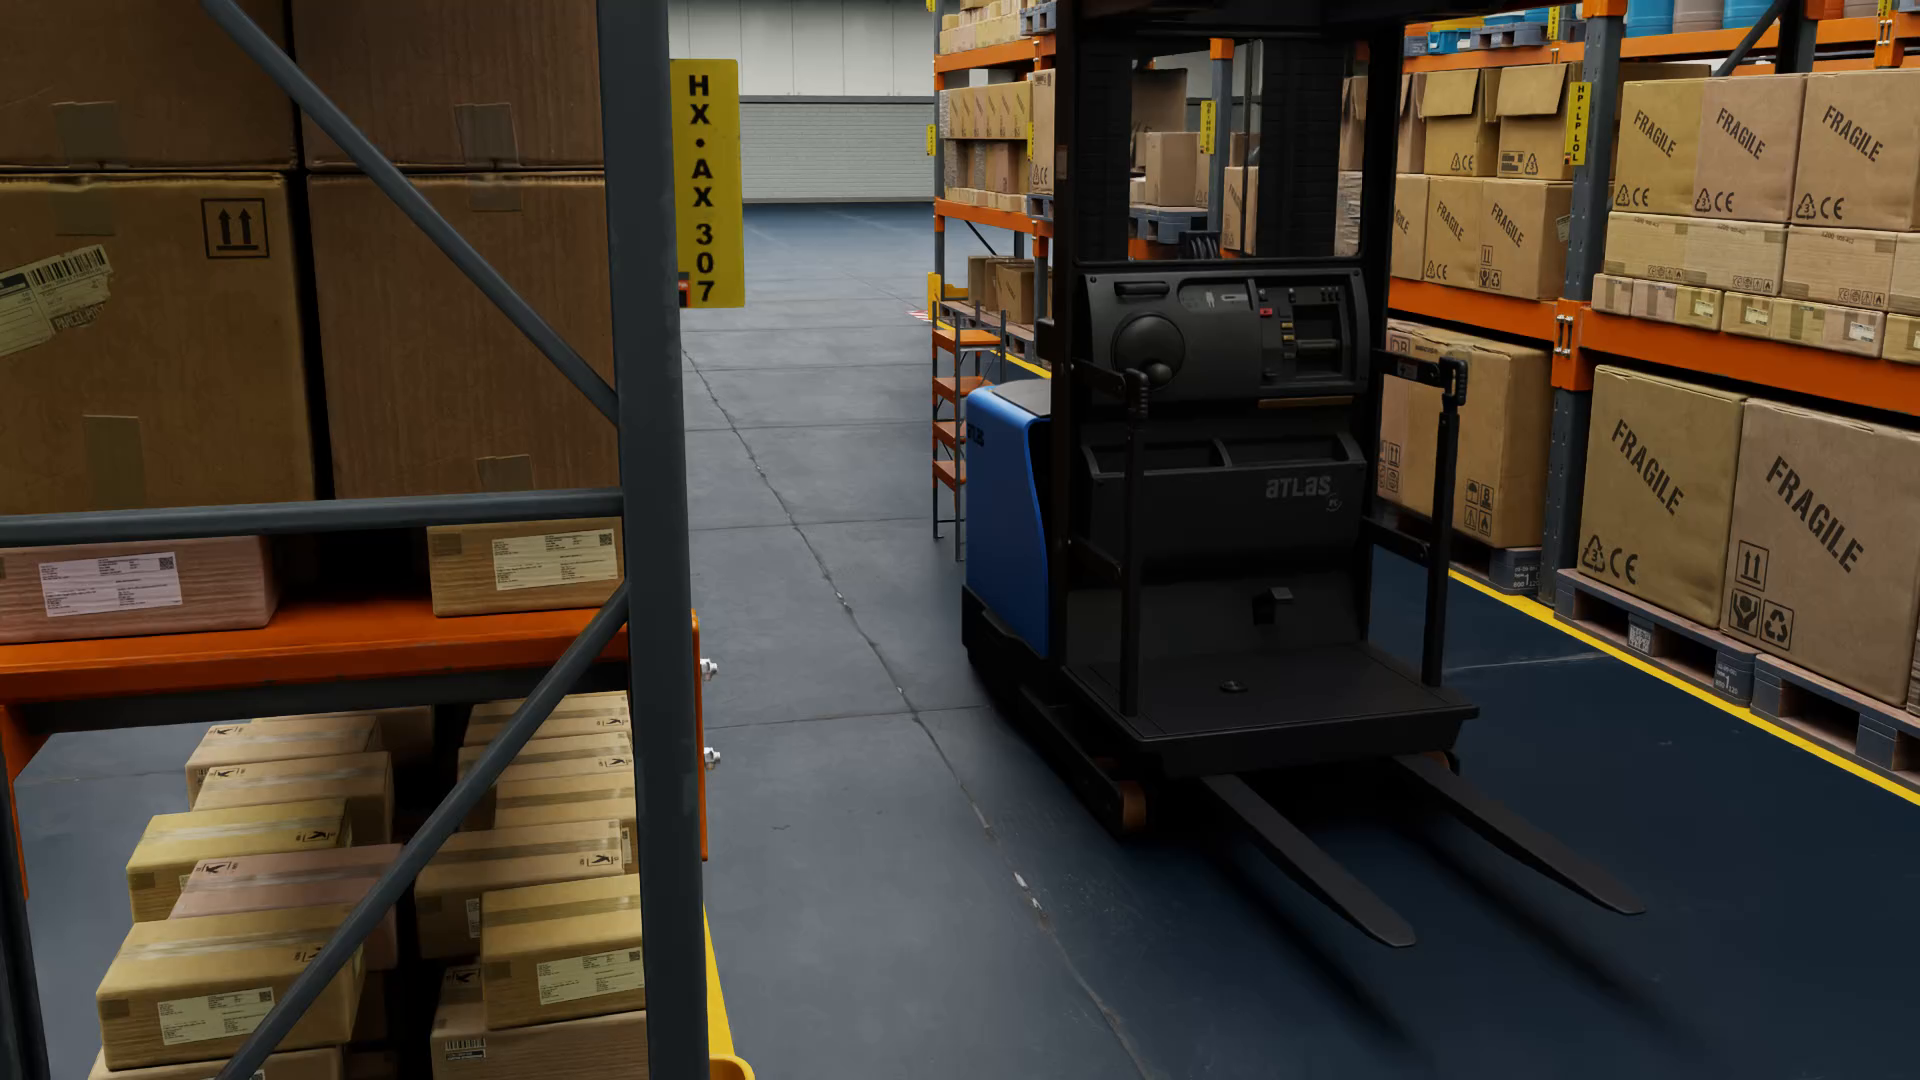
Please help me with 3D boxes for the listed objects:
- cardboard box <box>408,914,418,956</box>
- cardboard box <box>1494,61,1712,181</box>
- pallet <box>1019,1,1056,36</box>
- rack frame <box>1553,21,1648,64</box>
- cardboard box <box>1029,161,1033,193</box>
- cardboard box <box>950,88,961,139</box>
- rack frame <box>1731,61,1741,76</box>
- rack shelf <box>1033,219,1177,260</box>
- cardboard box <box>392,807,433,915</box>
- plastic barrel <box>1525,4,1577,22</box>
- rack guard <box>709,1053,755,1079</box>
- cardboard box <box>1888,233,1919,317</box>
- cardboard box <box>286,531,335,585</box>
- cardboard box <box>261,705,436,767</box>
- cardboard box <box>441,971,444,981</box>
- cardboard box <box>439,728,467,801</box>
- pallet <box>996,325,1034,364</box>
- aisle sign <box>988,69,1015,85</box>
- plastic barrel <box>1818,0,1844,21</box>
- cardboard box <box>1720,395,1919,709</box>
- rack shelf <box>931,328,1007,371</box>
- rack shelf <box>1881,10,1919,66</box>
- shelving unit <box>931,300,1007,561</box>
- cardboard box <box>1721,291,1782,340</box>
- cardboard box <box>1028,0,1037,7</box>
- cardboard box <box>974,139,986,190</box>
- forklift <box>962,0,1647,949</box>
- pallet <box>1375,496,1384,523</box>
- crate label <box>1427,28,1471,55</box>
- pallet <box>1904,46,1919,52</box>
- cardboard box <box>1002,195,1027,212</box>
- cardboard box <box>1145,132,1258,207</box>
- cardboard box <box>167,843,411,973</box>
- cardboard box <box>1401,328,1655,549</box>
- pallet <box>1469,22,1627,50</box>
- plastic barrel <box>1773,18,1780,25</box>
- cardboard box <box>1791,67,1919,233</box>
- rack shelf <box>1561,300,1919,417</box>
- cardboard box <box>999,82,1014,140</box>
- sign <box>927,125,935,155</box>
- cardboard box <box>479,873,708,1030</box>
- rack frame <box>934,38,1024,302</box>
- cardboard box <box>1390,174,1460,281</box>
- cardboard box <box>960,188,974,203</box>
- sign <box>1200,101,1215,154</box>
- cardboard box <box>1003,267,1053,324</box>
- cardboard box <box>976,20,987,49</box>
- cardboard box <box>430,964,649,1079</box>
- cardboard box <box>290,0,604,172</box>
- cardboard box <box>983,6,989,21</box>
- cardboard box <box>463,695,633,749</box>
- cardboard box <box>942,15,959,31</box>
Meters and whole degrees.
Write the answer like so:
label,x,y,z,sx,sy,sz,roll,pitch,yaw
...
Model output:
label,x,y,z,sx,sy,sz,roll,pitch,yaw
cardboard box,-1.404,0.872,3.658,0.380,0.149,0.250,-3,14,-13
cardboard box,2.878,-1.882,7.484,0.797,0.503,0.637,-4,14,-15
pallet,1.198,-4.262,13.627,1.213,0.211,1.003,-3,14,-13
rack frame,5.971,-3.320,15.698,1.000,3.000,0.127,-3,14,-13
cardboard box,1.111,-3.345,14.960,0.875,0.500,0.500,-3,14,-13
cardboard box,0.192,-4.388,17.124,0.500,0.500,0.500,-3,14,-13
rack frame,9.848,-4.518,20.602,1.000,3.000,0.127,-3,14,-13
rack shelf,1.627,-2.234,12.765,1.077,0.370,4.000,-3,14,-13
cardboard box,-1.358,0.720,3.655,0.380,0.149,0.250,-3,14,-14
plastic barrel,5.842,-5.461,16.197,0.600,0.901,0.708,-3,14,-13
rack guard,-0.888,1.174,2.569,1.175,0.500,0.348,-3,14,-13
cardboard box,3.239,-0.799,5.067,0.500,0.250,0.500,-3,14,-13
cardboard box,-1.243,-0.020,2.717,0.380,0.149,0.250,-3,14,-13
cardboard box,-1.498,0.458,4.101,0.380,0.149,0.250,-4,14,-15
cardboard box,-0.888,0.907,3.518,0.380,0.149,0.250,-3,14,-13
cardboard box,-1.109,0.579,4.232,0.380,0.149,0.250,-3,14,-10
pallet,0.965,-1.843,15.525,1.003,0.211,1.213,-3,14,-13
aisle sign,0.495,-5.261,18.163,0.394,0.787,0.004,-3,14,-13
plastic barrel,6.775,-4.416,12.956,0.600,0.830,0.708,-3,14,-13
cardboard box,3.324,-0.006,5.725,0.875,0.875,0.875,-3,14,-13
rack shelf,0.039,-0.926,8.035,0.258,0.148,0.480,-3,14,-13
rack shelf,7.381,-3.044,9.762,1.077,0.370,4.000,-3,14,-13
shelving unit,0.039,-0.545,8.128,0.258,1.200,0.503,-3,14,-13
cardboard box,2.970,-0.808,5.944,0.380,0.149,0.250,-4,14,-15
cardboard box,0.800,-4.681,14.423,0.380,0.149,0.250,-3,14,-11
cardboard box,0.630,-3.805,16.845,0.875,0.500,0.500,-3,14,-13
forklift,0.893,-0.659,4.950,1.130,2.935,3.031,-4,14,-15
pallet,2.491,-0.300,9.210,1.003,0.211,1.213,-3,14,-13
crate label,5.150,-5.178,17.294,0.502,0.251,0.408,-3,14,-13
pallet,10.562,-5.205,17.278,1.003,0.211,1.213,-3,14,-13
cardboard box,0.604,-3.126,15.432,0.380,0.149,0.250,-3,14,-13
cardboard box,1.702,-2.620,11.734,0.700,0.500,0.500,-1,14,-5
cardboard box,-1.244,0.700,3.111,0.380,0.149,0.250,-3,14,-12
cardboard box,2.866,-0.517,7.816,1.225,0.875,0.875,-3,14,-13
pallet,5.707,-4.847,16.023,1.213,0.211,1.003,-3,14,-13
plastic barrel,6.385,-4.068,12.729,0.301,0.262,0.301,0,14,0
cardboard box,3.135,-1.276,5.440,0.500,0.500,0.500,-4,14,-15
rack shelf,3.506,-0.388,5.211,1.077,0.370,4.000,-3,14,-13
cardboard box,0.665,-3.927,15.236,0.500,0.500,0.500,-3,14,-13
sign,-0.310,-4.357,18.118,0.100,0.325,0.005,-3,14,-13
cardboard box,-0.662,0.729,2.991,0.380,0.149,0.250,-4,14,-16
rack frame,0.218,-3.967,18.345,1.000,3.000,0.127,-3,14,-13
cardboard box,2.422,-1.575,8.342,0.500,0.500,0.500,-3,14,-14
cardboard box,0.216,-3.592,17.340,0.380,0.149,0.250,-3,14,-13
sign,1.571,-2.613,10.530,0.100,0.325,0.005,-3,14,-13
cardboard box,0.738,-2.399,16.309,0.500,0.500,0.500,-5,14,-18
cardboard box,0.446,-4.873,16.048,0.500,0.250,0.500,-3,14,-12
cardboard box,-0.743,0.878,3.007,0.380,0.149,0.250,-3,14,-11
cardboard box,-0.717,-0.820,2.519,0.500,0.500,0.500,-3,14,-14
cardboard box,0.434,-5.112,16.186,0.380,0.149,0.250,-3,14,-14
cardboard box,-0.973,0.490,3.970,0.380,0.149,0.250,-3,14,-11
cardboard box,0.024,-5.404,17.380,0.380,0.149,0.250,-3,14,-12
